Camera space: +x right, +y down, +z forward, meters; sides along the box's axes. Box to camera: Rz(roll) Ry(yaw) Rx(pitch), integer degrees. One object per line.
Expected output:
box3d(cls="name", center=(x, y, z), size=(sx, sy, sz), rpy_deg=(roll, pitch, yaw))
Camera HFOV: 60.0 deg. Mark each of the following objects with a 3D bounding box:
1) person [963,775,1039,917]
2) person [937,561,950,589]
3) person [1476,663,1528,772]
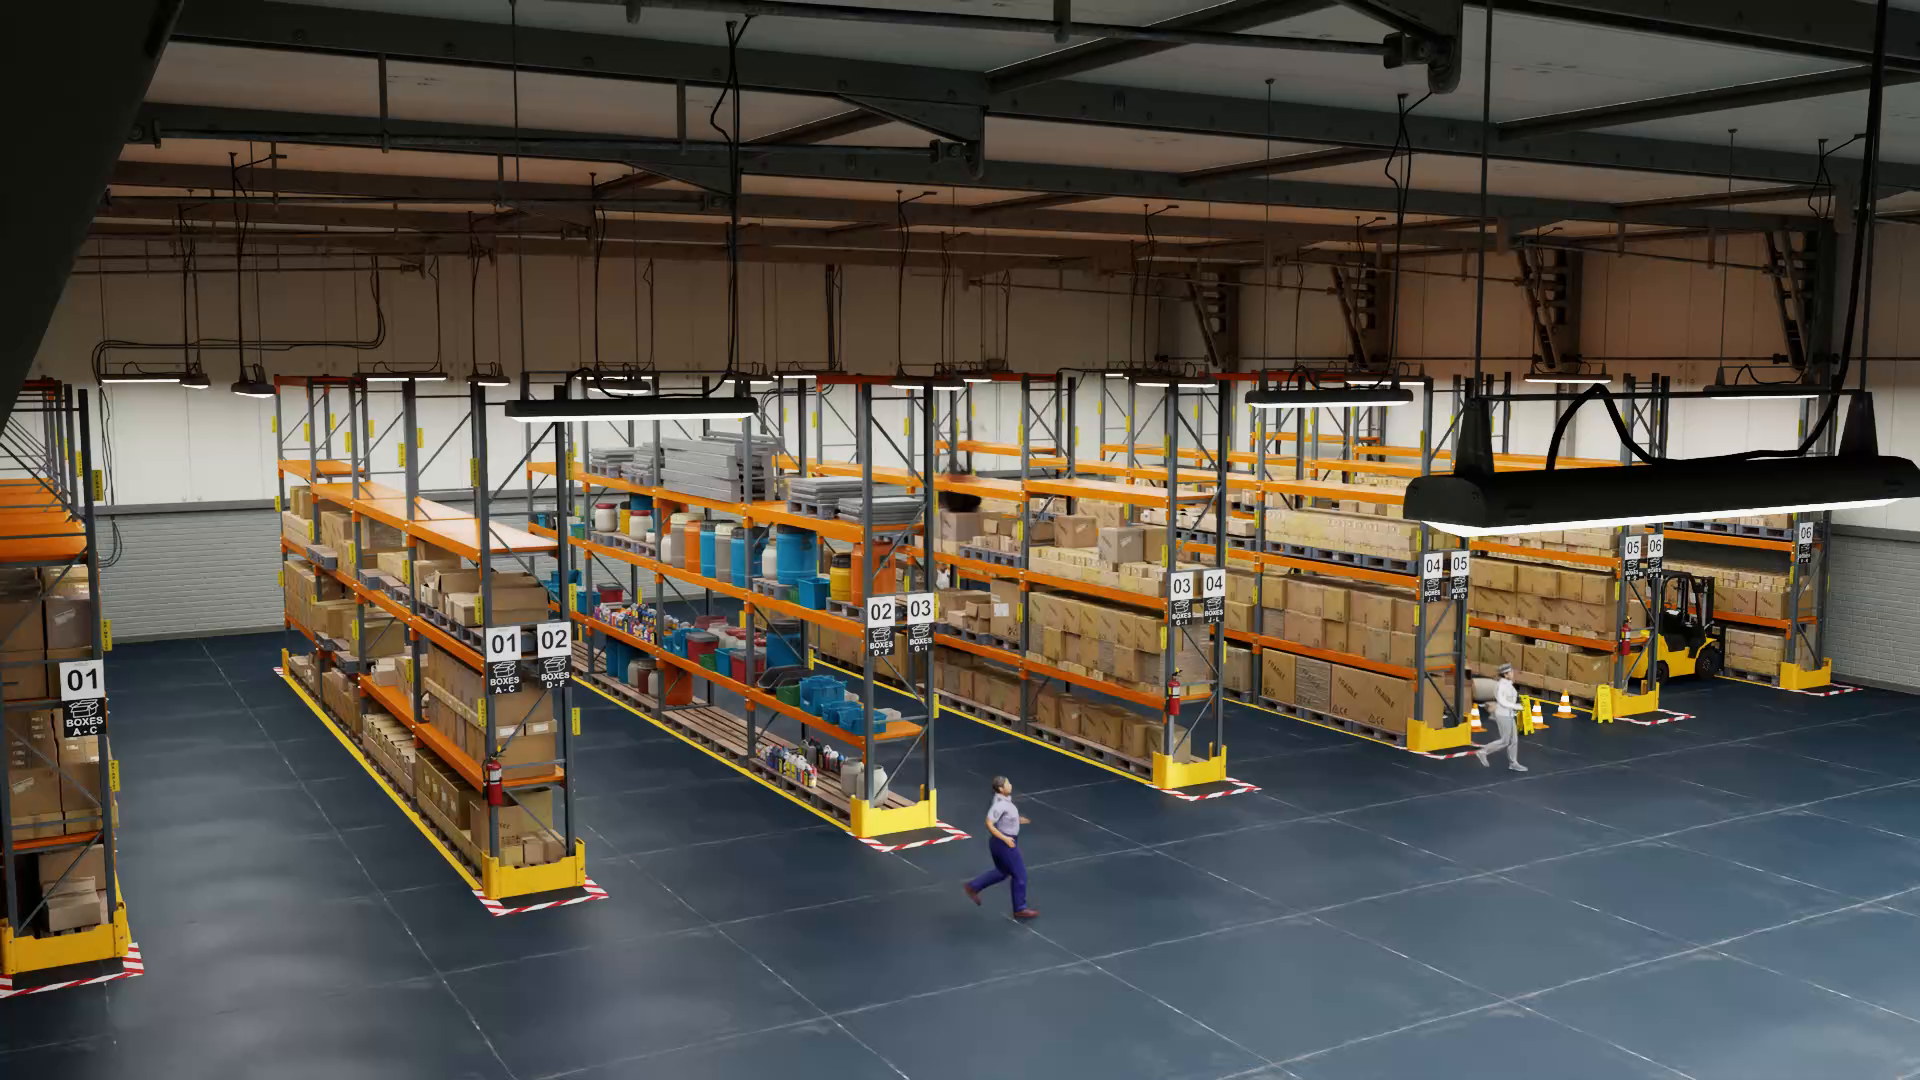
box3d(cls="person", center=(0.467, 3.468, 18.856), size=(0.862, 1.605, 0.619), rpy_deg=(0, 6, -2))
box3d(cls="person", center=(-0.415, 1.314, 37.899), size=(0.669, 1.842, 0.833), rpy_deg=(-3, 7, -26))
box3d(cls="person", center=(8.340, 2.703, 25.511), size=(0.773, 1.672, 0.632), rpy_deg=(3, 7, 23))
